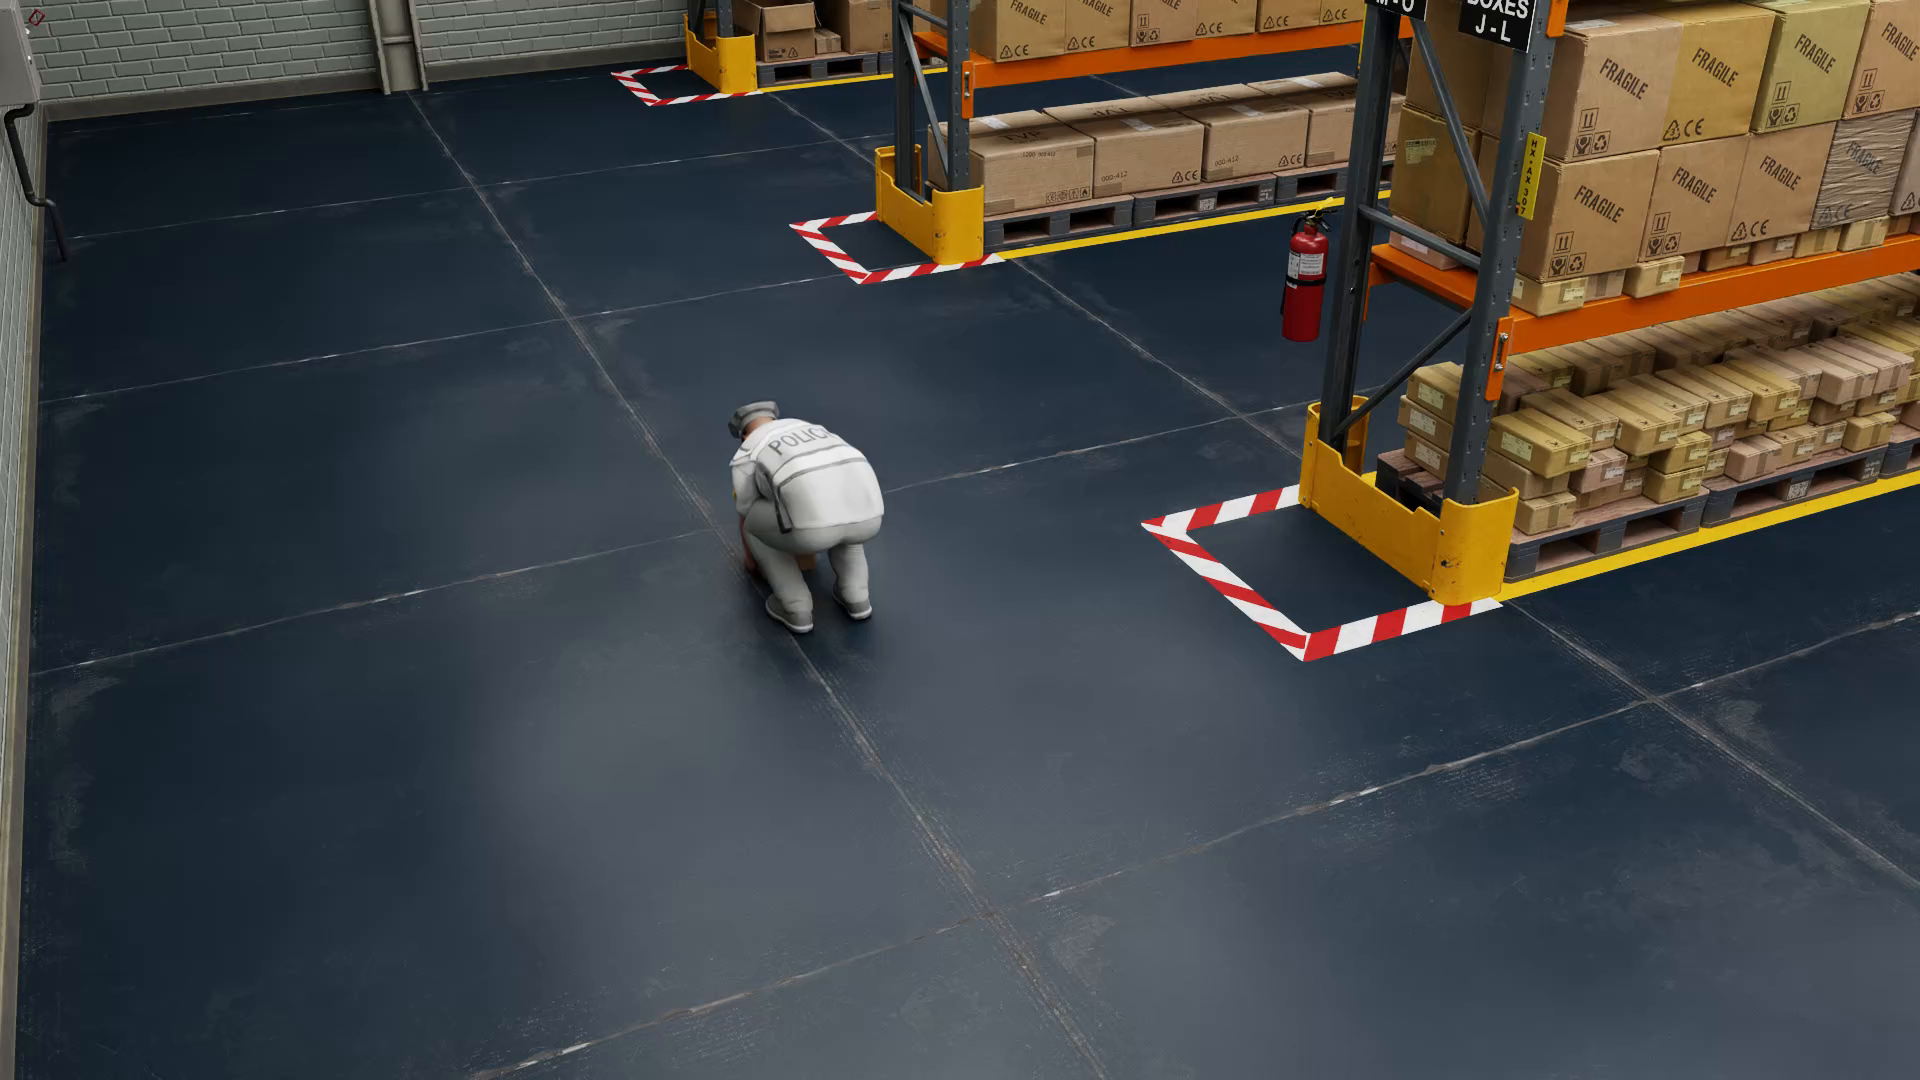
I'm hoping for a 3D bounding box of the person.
[{"bbox_3d":[-0.699,-0.111,7.294,0.533,0.840,1.031,-14,32,-23],"label":"person"}]
